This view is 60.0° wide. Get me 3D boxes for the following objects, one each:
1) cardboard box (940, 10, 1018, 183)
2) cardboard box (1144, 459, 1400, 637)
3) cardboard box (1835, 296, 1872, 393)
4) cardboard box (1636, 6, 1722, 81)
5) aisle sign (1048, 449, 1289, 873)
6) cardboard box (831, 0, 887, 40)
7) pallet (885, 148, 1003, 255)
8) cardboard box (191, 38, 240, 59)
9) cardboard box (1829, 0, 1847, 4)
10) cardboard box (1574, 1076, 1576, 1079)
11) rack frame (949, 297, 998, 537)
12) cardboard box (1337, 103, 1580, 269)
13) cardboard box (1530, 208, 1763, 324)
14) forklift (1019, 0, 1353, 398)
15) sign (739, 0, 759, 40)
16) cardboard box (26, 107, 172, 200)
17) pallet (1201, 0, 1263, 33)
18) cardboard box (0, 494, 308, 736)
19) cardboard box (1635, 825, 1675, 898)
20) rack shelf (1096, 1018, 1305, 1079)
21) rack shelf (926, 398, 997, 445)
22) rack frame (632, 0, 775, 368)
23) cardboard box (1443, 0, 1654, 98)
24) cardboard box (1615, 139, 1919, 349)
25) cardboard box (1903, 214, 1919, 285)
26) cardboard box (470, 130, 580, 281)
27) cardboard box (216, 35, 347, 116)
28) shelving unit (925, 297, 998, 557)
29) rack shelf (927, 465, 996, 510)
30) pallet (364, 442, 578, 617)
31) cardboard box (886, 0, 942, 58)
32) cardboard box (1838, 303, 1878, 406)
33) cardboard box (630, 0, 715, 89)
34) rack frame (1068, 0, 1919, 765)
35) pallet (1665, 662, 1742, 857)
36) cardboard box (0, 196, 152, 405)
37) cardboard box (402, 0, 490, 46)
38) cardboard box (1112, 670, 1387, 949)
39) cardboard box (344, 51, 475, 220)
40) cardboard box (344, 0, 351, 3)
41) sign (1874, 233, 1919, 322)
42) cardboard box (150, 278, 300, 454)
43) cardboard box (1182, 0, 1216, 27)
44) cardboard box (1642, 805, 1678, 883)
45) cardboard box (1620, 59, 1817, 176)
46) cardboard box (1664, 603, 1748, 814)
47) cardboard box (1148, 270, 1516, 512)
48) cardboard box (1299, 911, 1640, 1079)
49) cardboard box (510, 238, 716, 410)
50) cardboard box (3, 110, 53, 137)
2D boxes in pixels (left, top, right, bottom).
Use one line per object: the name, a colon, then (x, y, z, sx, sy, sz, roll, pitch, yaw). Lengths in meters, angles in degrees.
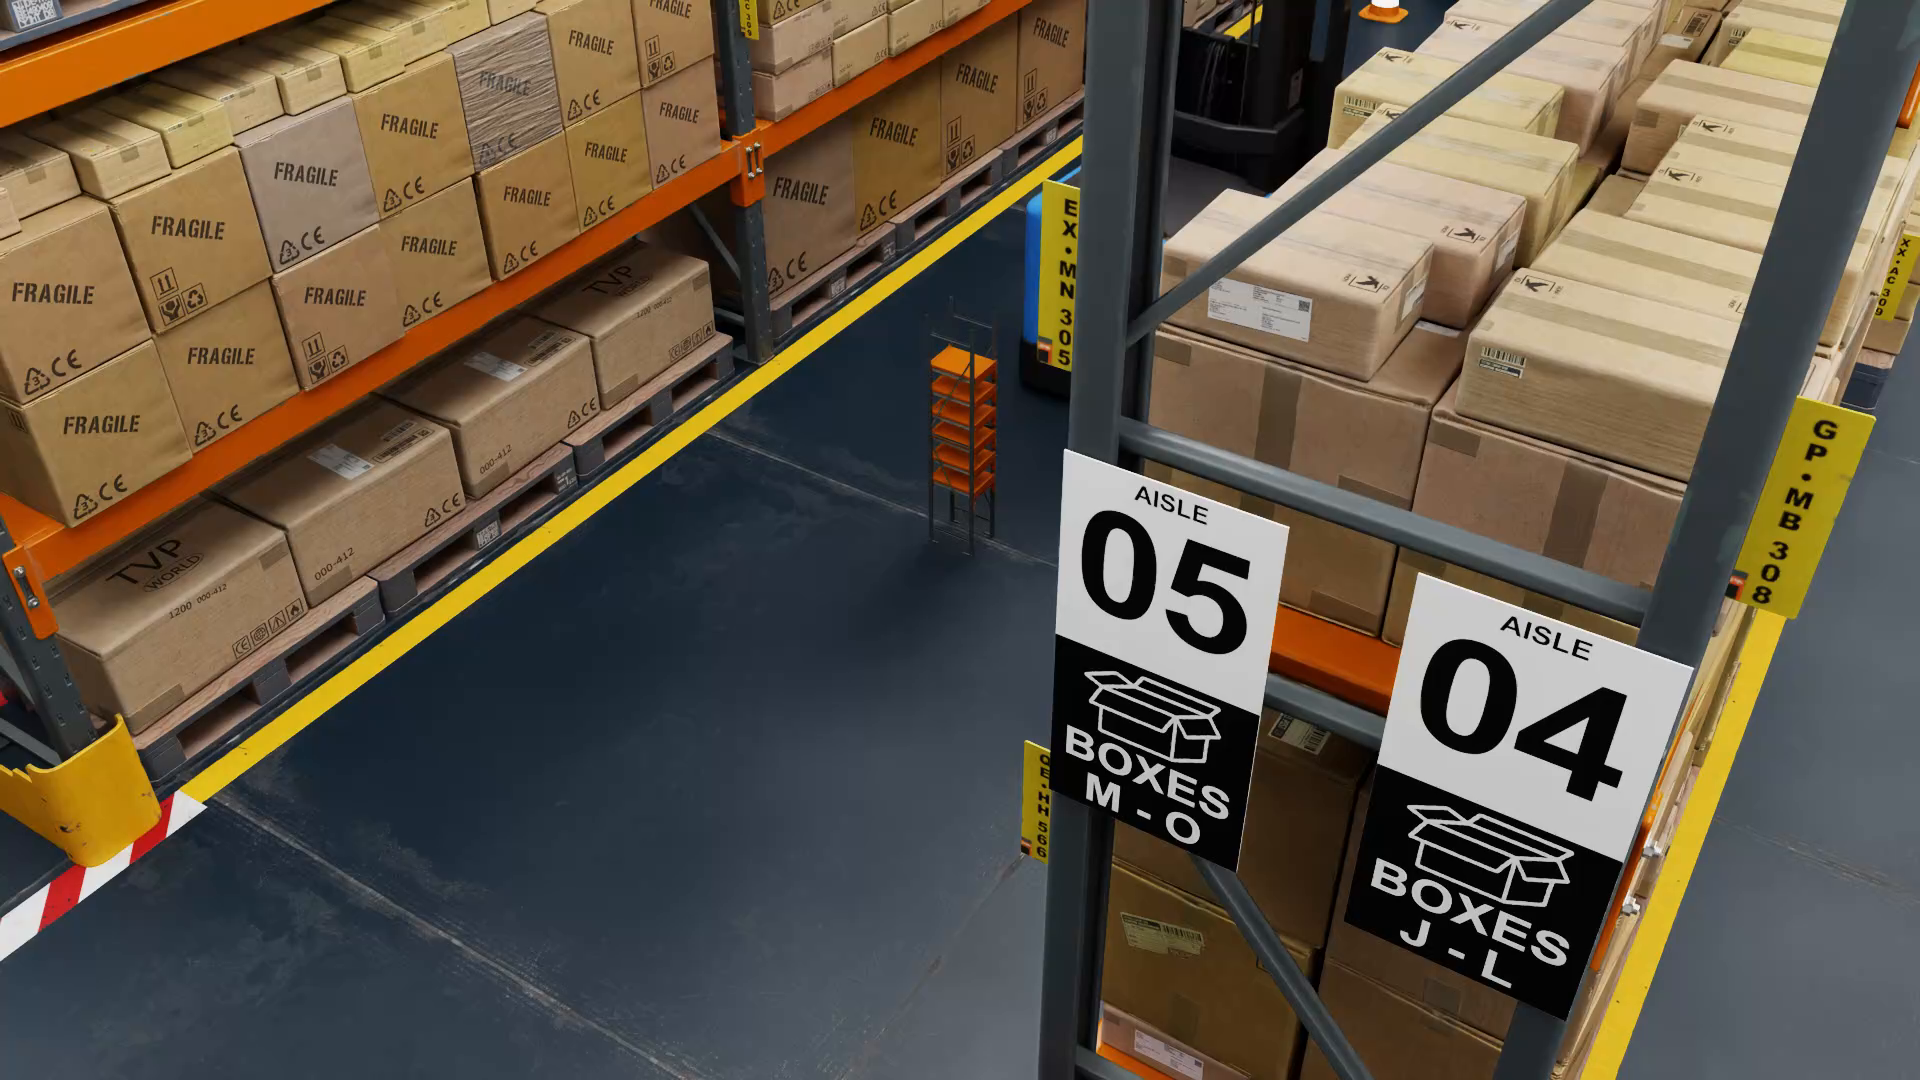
cardboard box: (-0.240, -2.910, 10.464, 0.875, 0.875, 0.875, 22, 43, 26)
cardboard box: (0.650, -0.131, 3.129, 0.500, 0.250, 0.500, 20, 42, 24)
cardboard box: (2.190, -0.438, 4.717, 0.500, 0.500, 0.500, 22, 43, 26)
cardboard box: (1.491, -1.112, 3.992, 0.500, 0.250, 0.500, 19, 42, 23)
aisle sign: (0.337, 0.229, 2.867, 0.394, 0.787, 0.004, 21, 42, 25)
cardboard box: (-0.732, -2.862, 8.719, 0.500, 0.250, 0.500, 22, 43, 26)
pallet: (-0.459, -2.260, 10.509, 1.003, 0.211, 1.213, 21, 42, 25)
cardboard box: (-2.944, -1.867, 6.283, 0.380, 0.149, 0.250, 22, 43, 26)
cardboard box: (2.046, -1.165, 3.734, 0.380, 0.149, 0.250, 20, 42, 24)
cardboard box: (1.607, 1.603, 4.961, 0.380, 0.149, 0.250, 23, 43, 26)
rack frame: (0.057, -0.530, 7.455, 0.240, 1.200, 0.006, 21, 42, 25)
cardboard box: (0.911, -0.661, 3.080, 0.380, 0.149, 0.250, 20, 42, 24)
cardboard box: (1.147, -0.384, 2.721, 0.380, 0.149, 0.250, 23, 43, 27)
forklift: (1.561, -2.541, 8.645, 1.130, 2.935, 3.031, 23, 43, 27)
sign: (-0.992, -2.504, 7.767, 0.100, 0.325, 0.005, 21, 42, 25)
cardboard box: (-2.864, -1.288, 5.532, 0.380, 0.149, 0.250, 23, 43, 26)
pallet: (1.756, -4.297, 13.151, 1.003, 0.211, 1.213, 21, 42, 25)
cardboard box: (-3.335, 0.227, 6.753, 0.875, 0.438, 0.875, 20, 42, 24)
cardboard box: (2.295, 1.067, 5.901, 0.380, 0.149, 0.250, 21, 42, 25)
rack shelf: (1.701, 0.573, 5.140, 1.077, 0.370, 4.000, 21, 42, 25)
rack shelf: (0.008, -0.543, 7.347, 0.258, 0.103, 0.180, 21, 42, 25)
rack frame: (-1.462, -2.310, 8.290, 1.000, 3.000, 0.127, 21, 42, 25)
cardboard box: (1.272, -1.083, 3.628, 0.380, 0.149, 0.250, 22, 43, 26)
cardboard box: (1.643, -0.675, 3.425, 0.500, 0.250, 0.500, 22, 43, 26)
cardboard box: (3.372, -1.098, 6.093, 0.380, 0.149, 0.250, 23, 43, 27)
cardboard box: (-2.022, -1.496, 7.152, 0.500, 0.500, 0.500, 21, 42, 24)
cardboard box: (-2.473, -1.697, 6.063, 0.380, 0.149, 0.250, 22, 43, 26)
shelving unit: (0.008, -0.483, 7.393, 0.258, 1.200, 0.189, 21, 42, 25)
rack shelf: (0.008, -0.257, 7.567, 0.258, 0.103, 0.180, 21, 42, 25)
pallet: (-2.588, -0.208, 7.847, 1.003, 0.211, 1.213, 21, 42, 25)
cardboard box: (-0.439, -2.918, 9.201, 0.500, 0.250, 0.500, 21, 42, 25)
cardboard box: (2.752, -0.559, 5.693, 0.500, 0.500, 0.500, 21, 42, 25)
cardboard box: (-1.481, -2.412, 7.522, 0.500, 0.500, 0.500, 21, 42, 25)
rack frame: (0.629, -1.057, 1.751, 1.000, 3.000, 0.127, 21, 42, 25)
pallet: (2.442, 0.719, 6.645, 1.003, 0.211, 1.213, 21, 42, 25)
cardboard box: (-3.107, -0.838, 5.480, 0.500, 0.500, 0.500, 20, 42, 24)
cardboard box: (-2.096, -2.102, 6.587, 0.380, 0.149, 0.250, 20, 42, 24)
cardboard box: (0.664, 0.448, 3.567, 0.500, 0.500, 0.500, 20, 42, 24)
cardboard box: (-2.300, -1.632, 6.510, 0.500, 0.500, 0.500, 21, 42, 25)
cardboard box: (-2.492, -2.250, 6.780, 0.380, 0.149, 0.250, 21, 42, 25)
sign: (3.235, -0.913, 5.768, 0.100, 0.325, 0.005, 21, 42, 25)
cardboard box: (-2.857, -0.711, 6.134, 0.500, 0.500, 0.500, 21, 42, 25)
cardboard box: (1.381, -4.169, 12.510, 0.950, 0.372, 0.625, 20, 42, 24)
cardboard box: (2.165, 0.949, 5.566, 0.380, 0.149, 0.250, 20, 42, 24)
cardboard box: (1.534, -0.792, 3.251, 0.380, 0.149, 0.250, 22, 43, 26)
cardboard box: (1.359, 0.359, 3.684, 0.500, 0.500, 0.500, 22, 43, 26)
cardboard box: (0.661, -0.328, 2.976, 0.500, 0.250, 0.500, 20, 42, 24)
cardboard box: (1.103, 1.020, 3.644, 0.500, 0.500, 0.500, 23, 43, 27)
cardboard box: (-1.888, -1.173, 8.570, 0.875, 0.438, 0.875, 21, 42, 24)
cardboard box: (-3.398, -1.491, 5.795, 0.380, 0.149, 0.250, 21, 42, 25)
